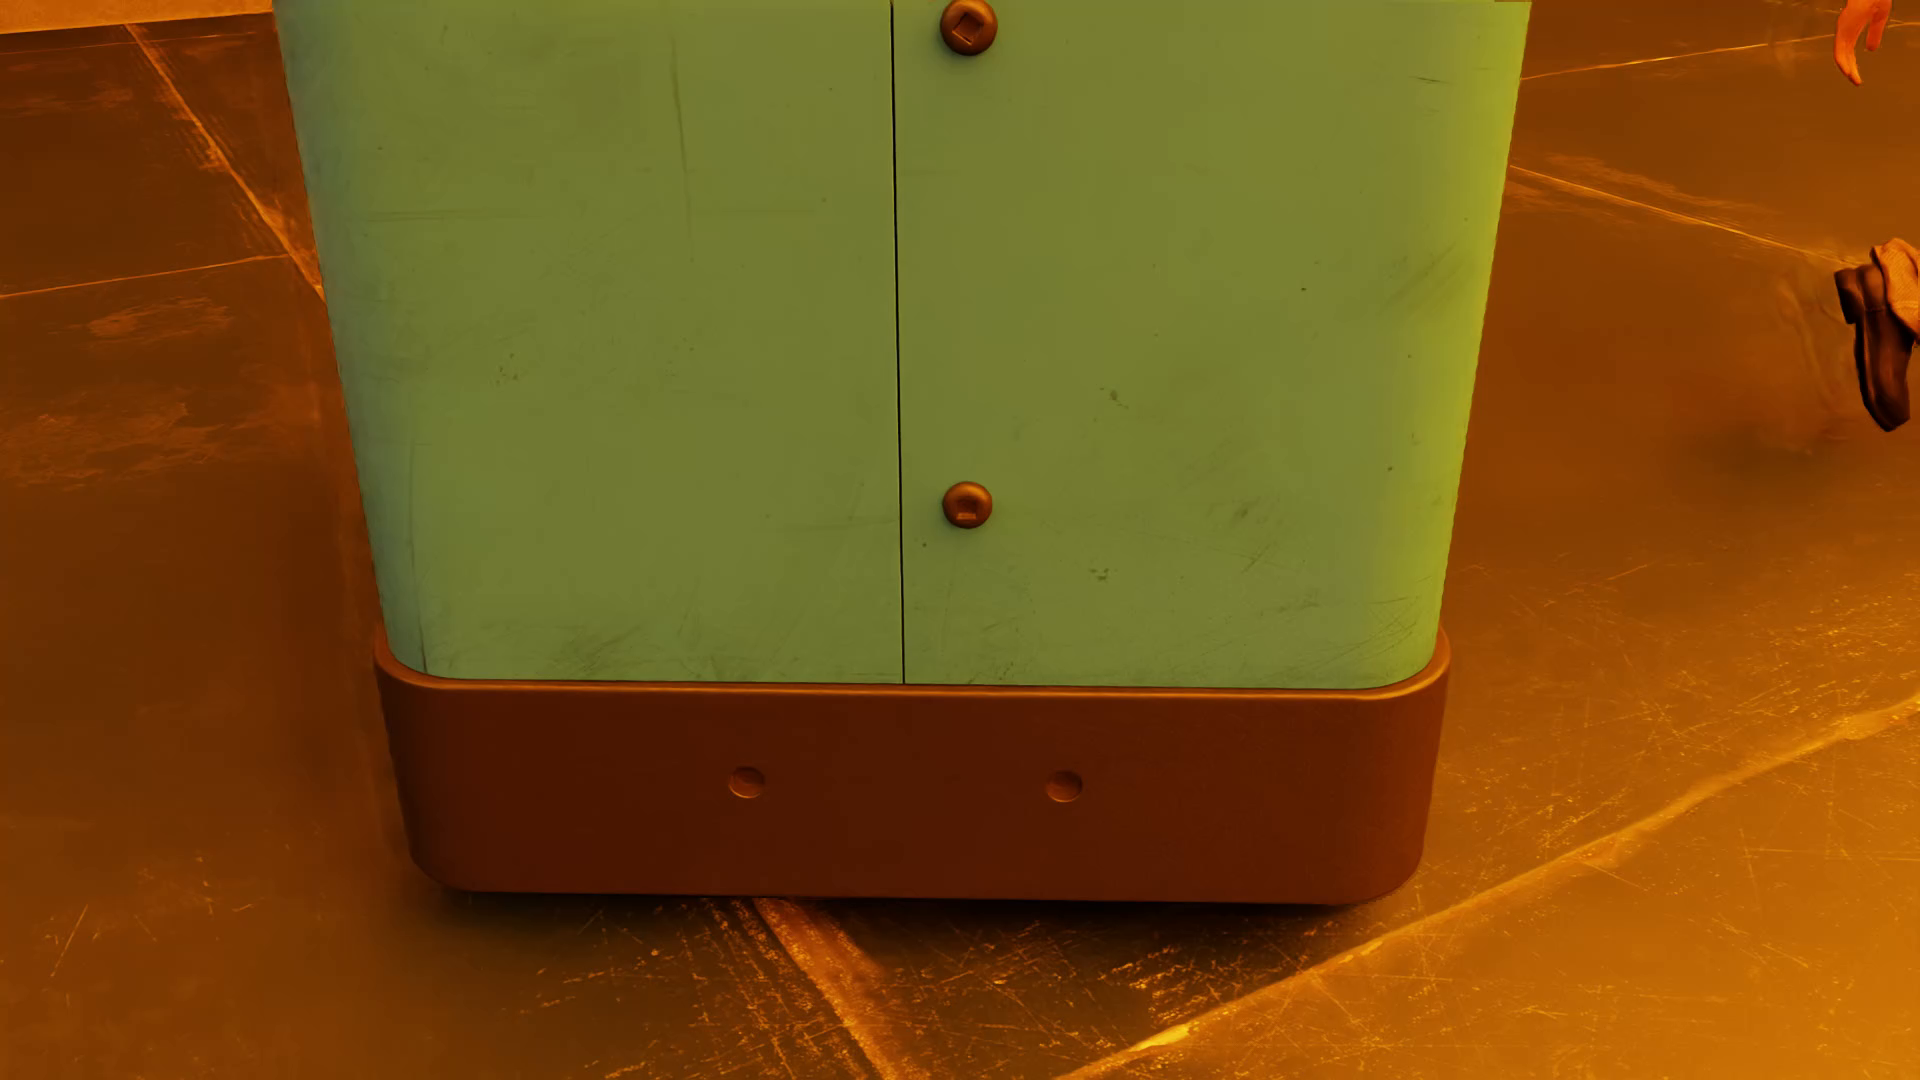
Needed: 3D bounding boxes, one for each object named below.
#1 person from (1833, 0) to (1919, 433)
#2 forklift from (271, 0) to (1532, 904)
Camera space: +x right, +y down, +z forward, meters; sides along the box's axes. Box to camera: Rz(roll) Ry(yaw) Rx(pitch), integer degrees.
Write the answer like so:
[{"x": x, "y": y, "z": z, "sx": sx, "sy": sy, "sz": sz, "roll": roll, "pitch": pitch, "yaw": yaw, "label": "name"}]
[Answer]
[{"x": 1.862, "y": -0.871, "z": 2.644, "sx": 0.885, "sy": 1.491, "sz": 0.639, "roll": -10, "pitch": 29, "yaw": -19, "label": "person"}, {"x": -0.019, "y": -1.573, "z": 2.362, "sx": 1.130, "sy": 2.935, "sz": 3.031, "roll": 1, "pitch": 27, "yaw": 1, "label": "forklift"}]
